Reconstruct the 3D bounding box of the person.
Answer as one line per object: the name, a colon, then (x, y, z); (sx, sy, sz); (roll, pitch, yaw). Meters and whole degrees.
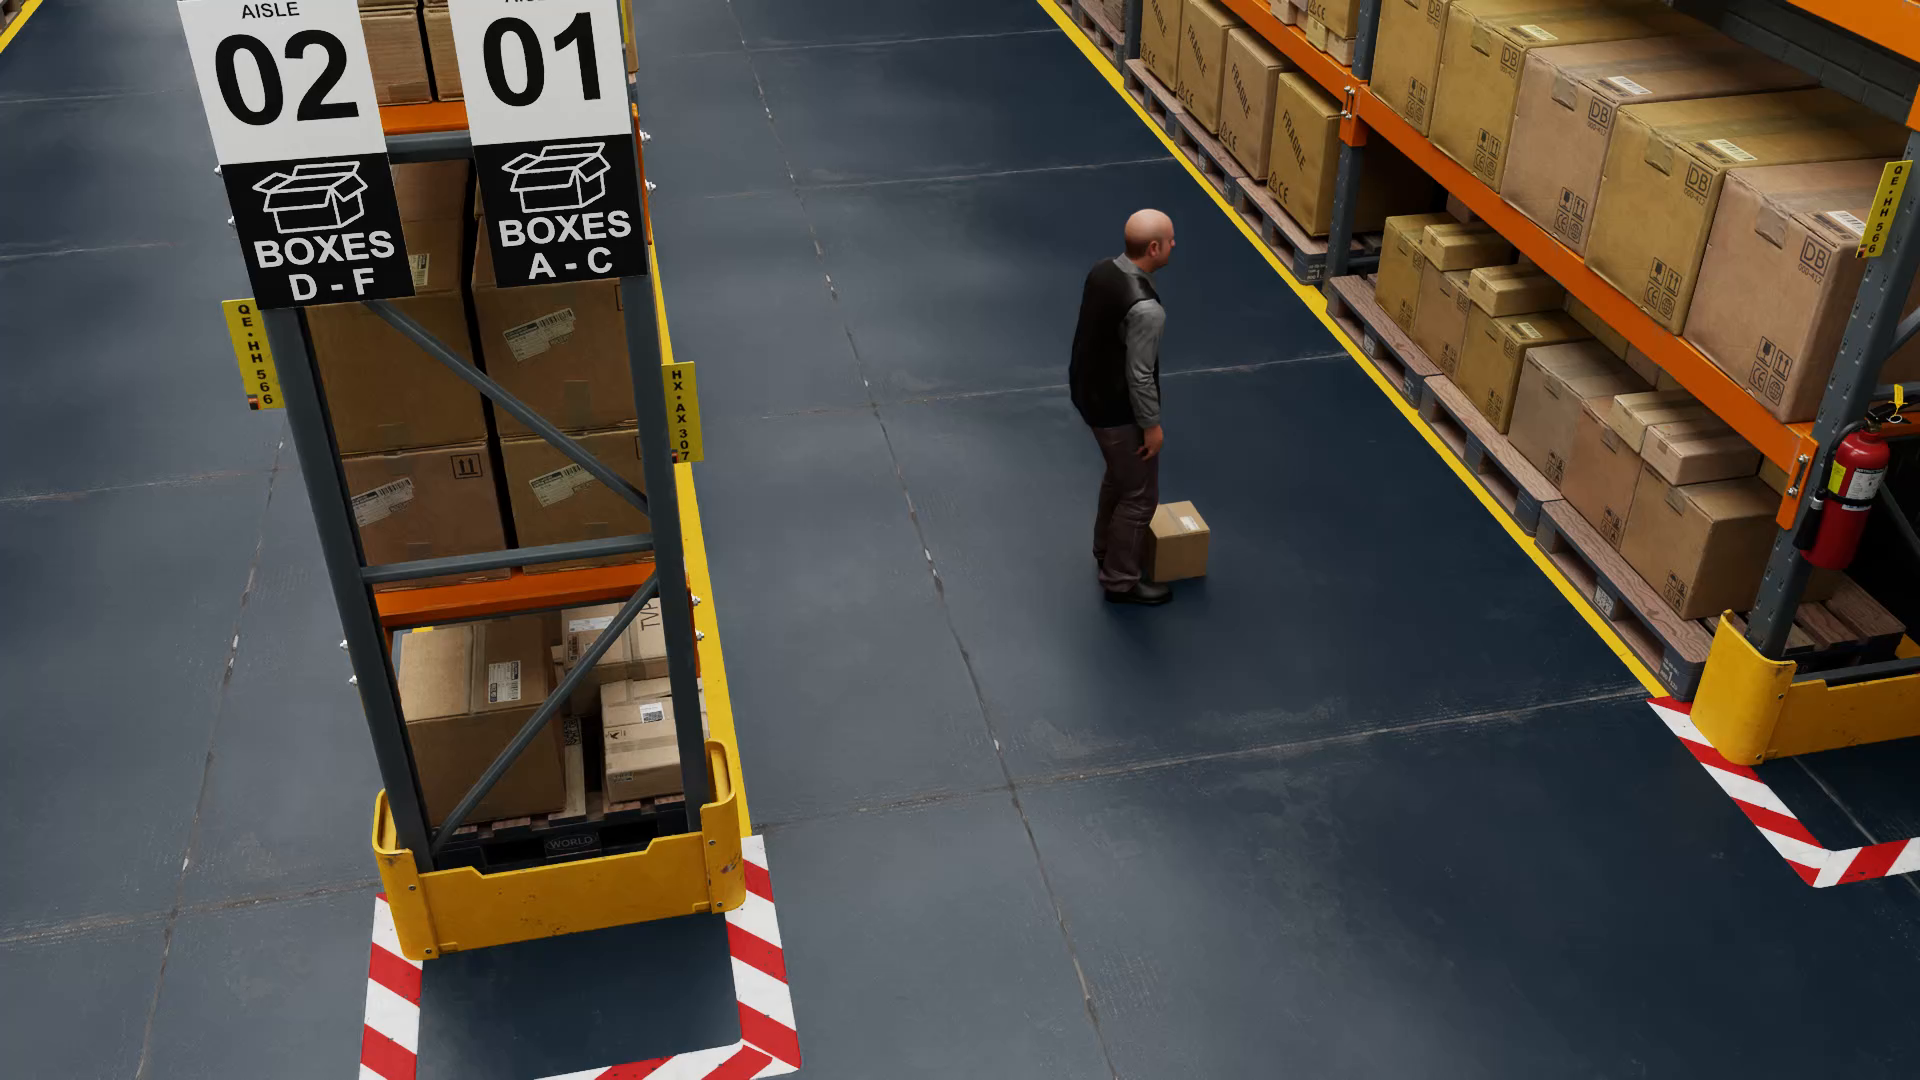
person: (0.701, -0.565, 6.998); (0.475, 1.719, 0.581); (-9, 35, -13)
